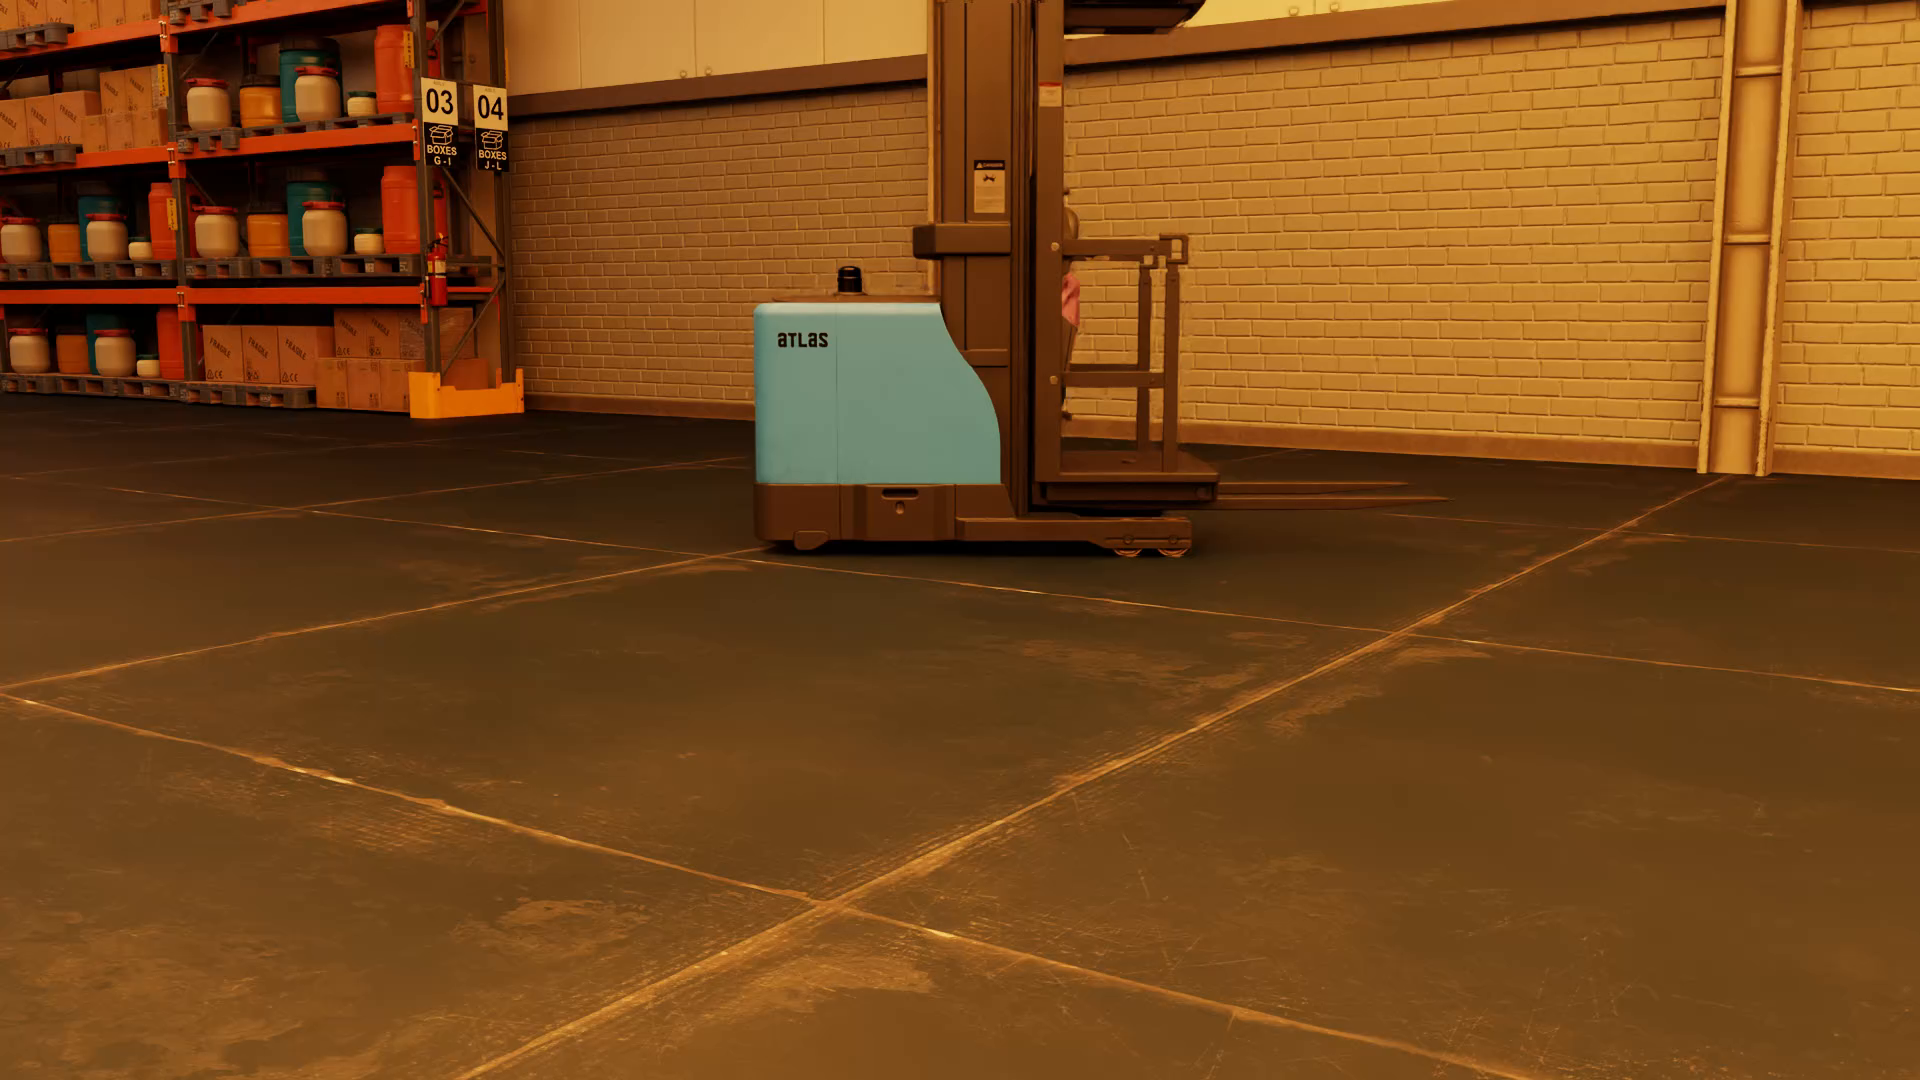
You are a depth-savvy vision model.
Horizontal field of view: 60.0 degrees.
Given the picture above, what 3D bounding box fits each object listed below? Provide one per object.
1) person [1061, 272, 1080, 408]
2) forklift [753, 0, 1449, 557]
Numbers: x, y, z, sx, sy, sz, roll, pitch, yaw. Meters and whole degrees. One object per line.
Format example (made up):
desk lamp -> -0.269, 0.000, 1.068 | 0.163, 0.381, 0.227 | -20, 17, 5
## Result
person -> 0.604, -1.208, 10.424 | 0.326, 1.602, 0.409 | 0, 8, 2
forklift -> 0.622, -1.453, 7.412 | 3.031, 2.935, 1.130 | 0, 8, 0
